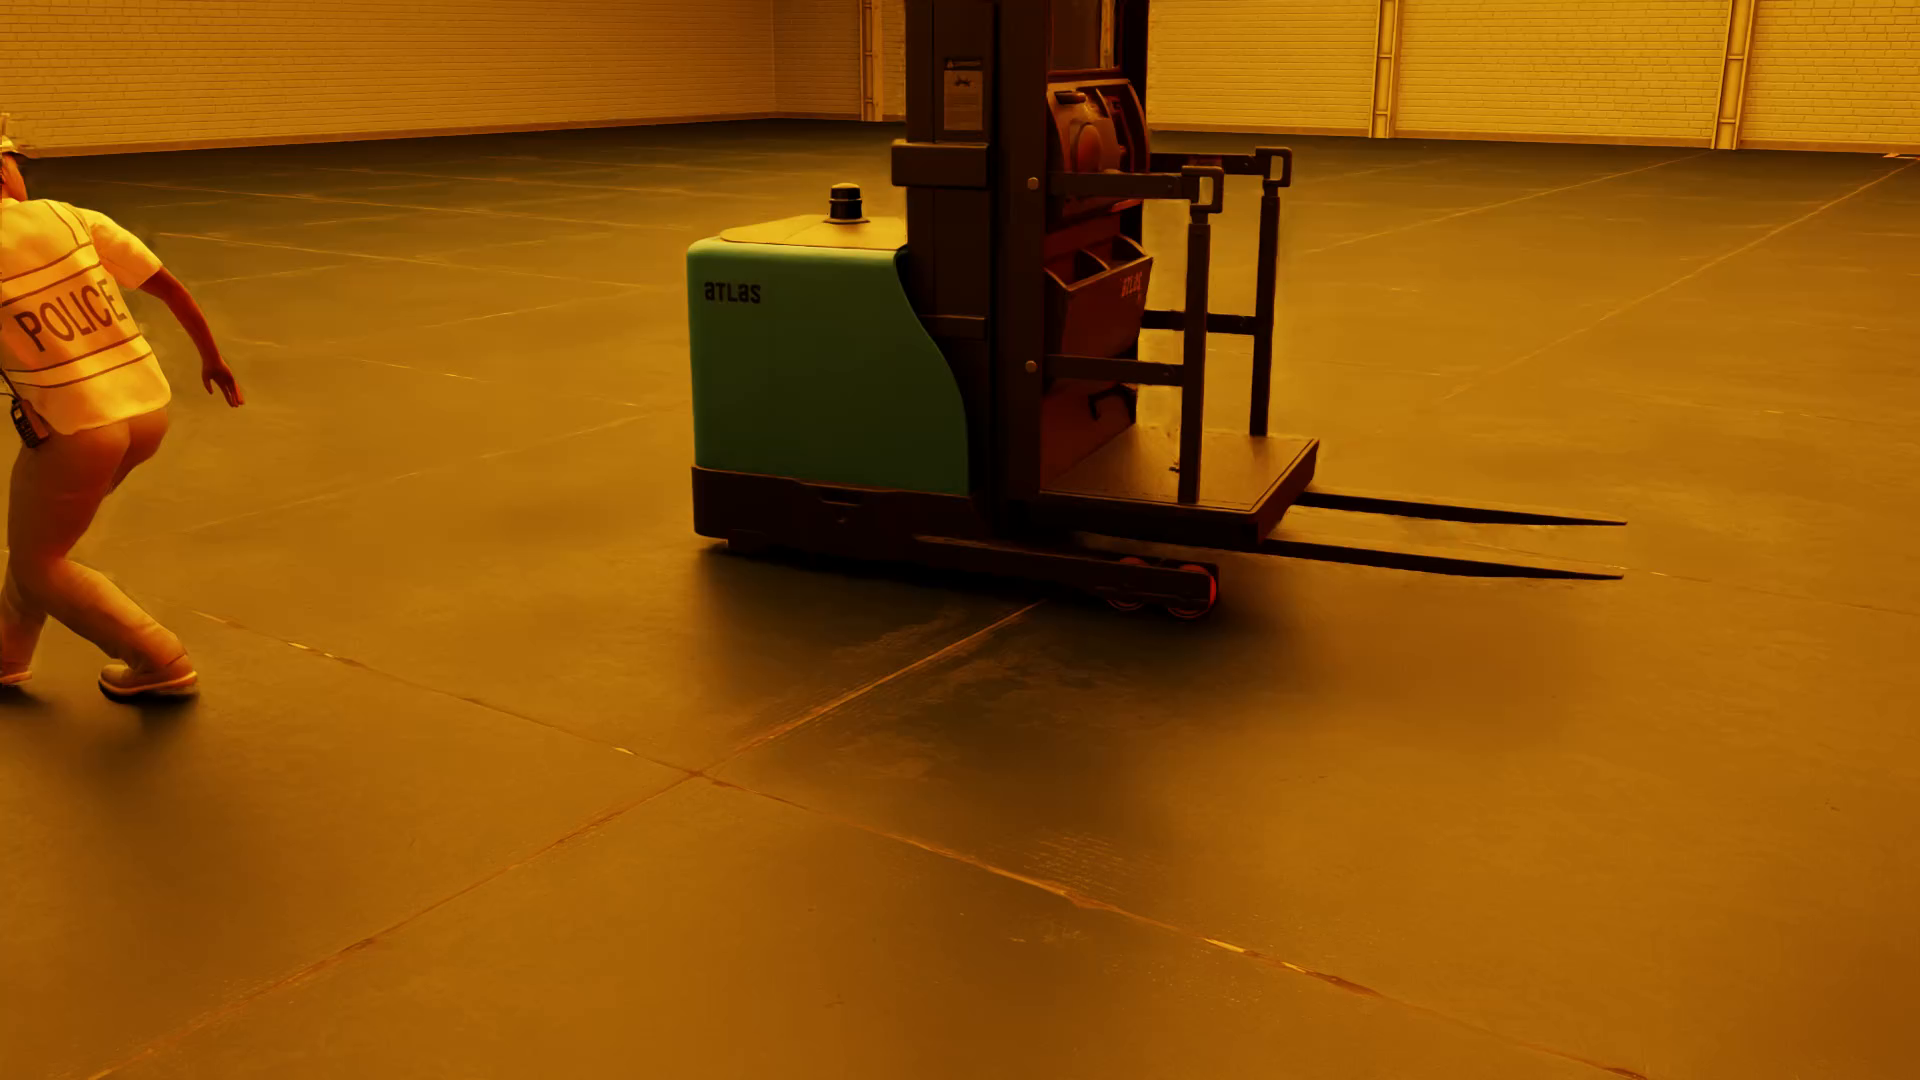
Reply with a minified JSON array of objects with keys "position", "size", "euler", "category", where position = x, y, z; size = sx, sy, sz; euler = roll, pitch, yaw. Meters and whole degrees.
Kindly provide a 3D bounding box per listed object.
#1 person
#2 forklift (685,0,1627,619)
[{"position":[-2.420,-0.339,4.474],"size":[0.779,1.530,0.704],"euler":[6,18,19],"category":"person"},{"position":[0.636,-1.333,5.291],"size":[3.031,2.935,1.130],"euler":[7,18,21],"category":"forklift"}]
